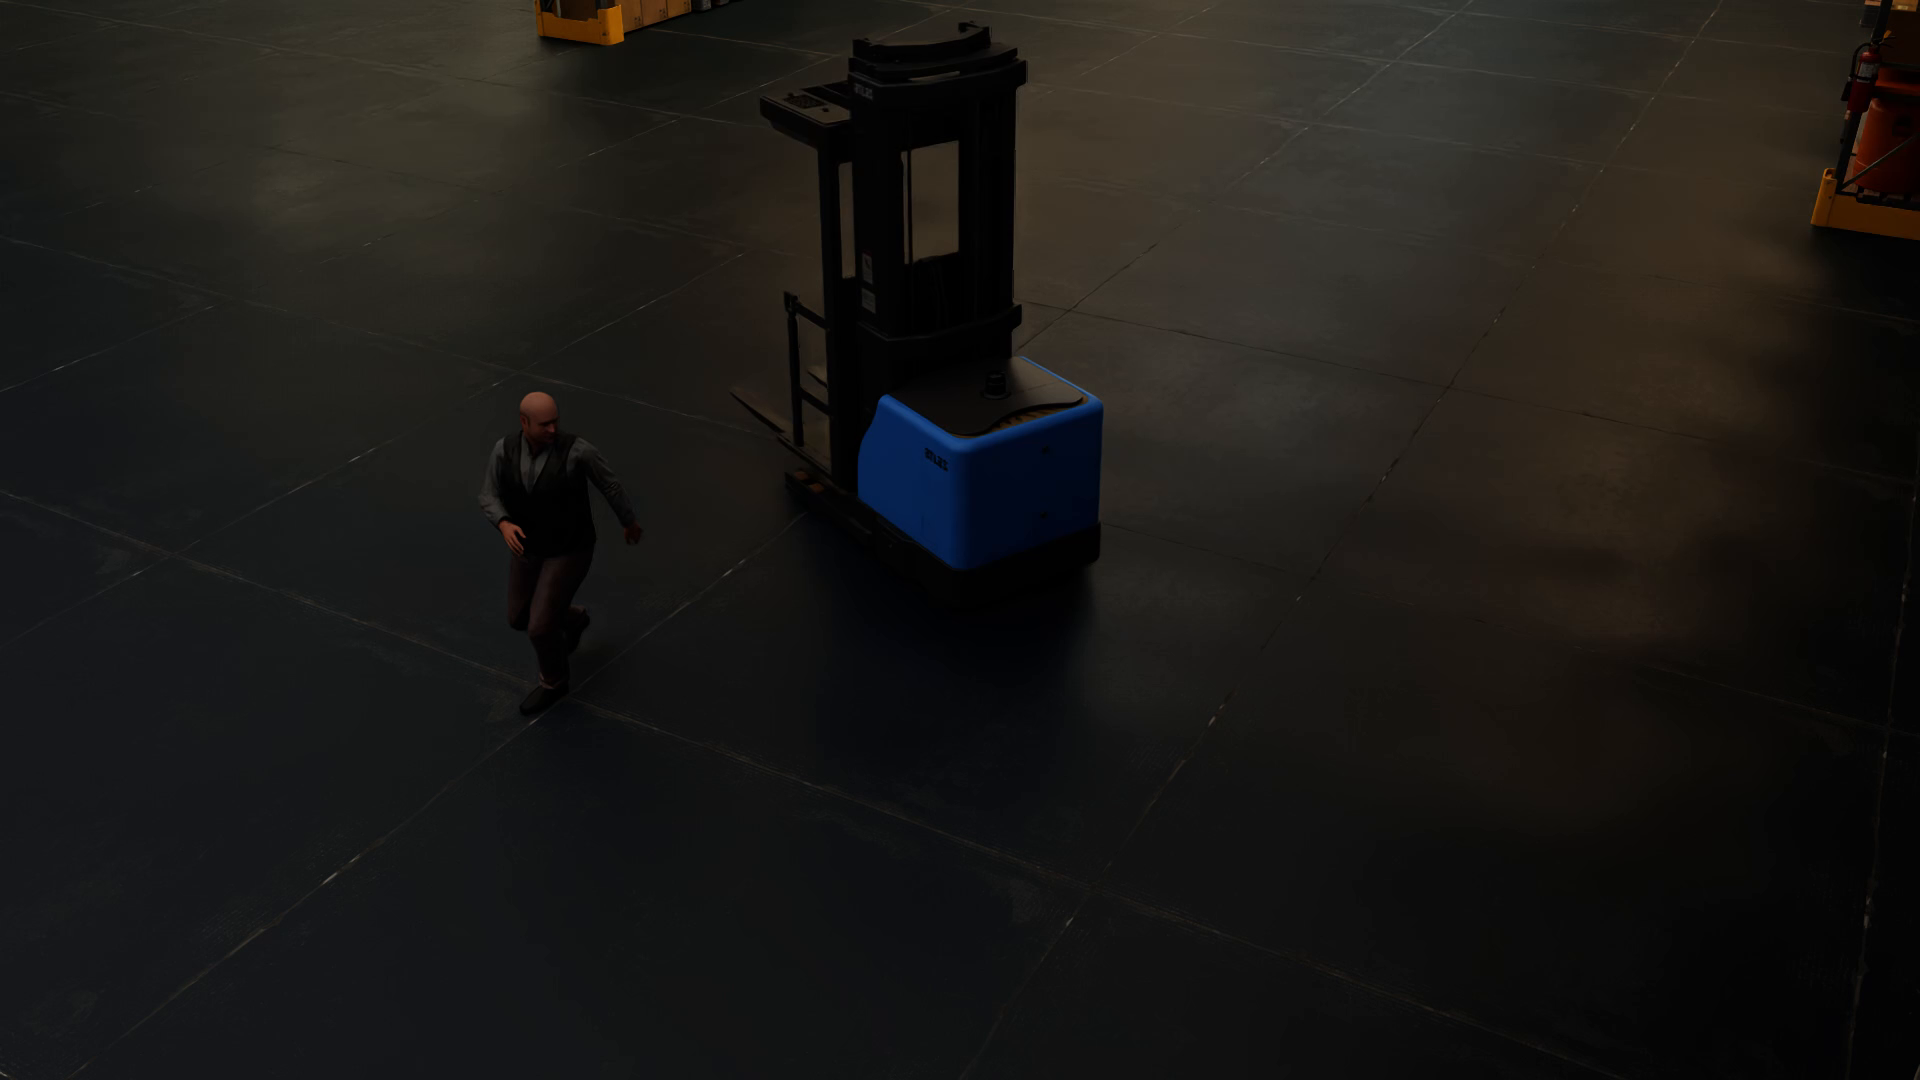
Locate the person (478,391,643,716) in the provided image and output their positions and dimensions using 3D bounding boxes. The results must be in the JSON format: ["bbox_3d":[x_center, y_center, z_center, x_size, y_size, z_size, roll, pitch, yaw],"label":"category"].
[{"bbox_3d":[-2.034,0.022,8.336,0.601,1.648,0.760,14,33,23],"label":"person"}]

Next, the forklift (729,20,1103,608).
[{"bbox_3d":[-0.441,-1.579,9.806,1.130,2.935,3.031,-19,35,-30],"label":"forklift"}]
